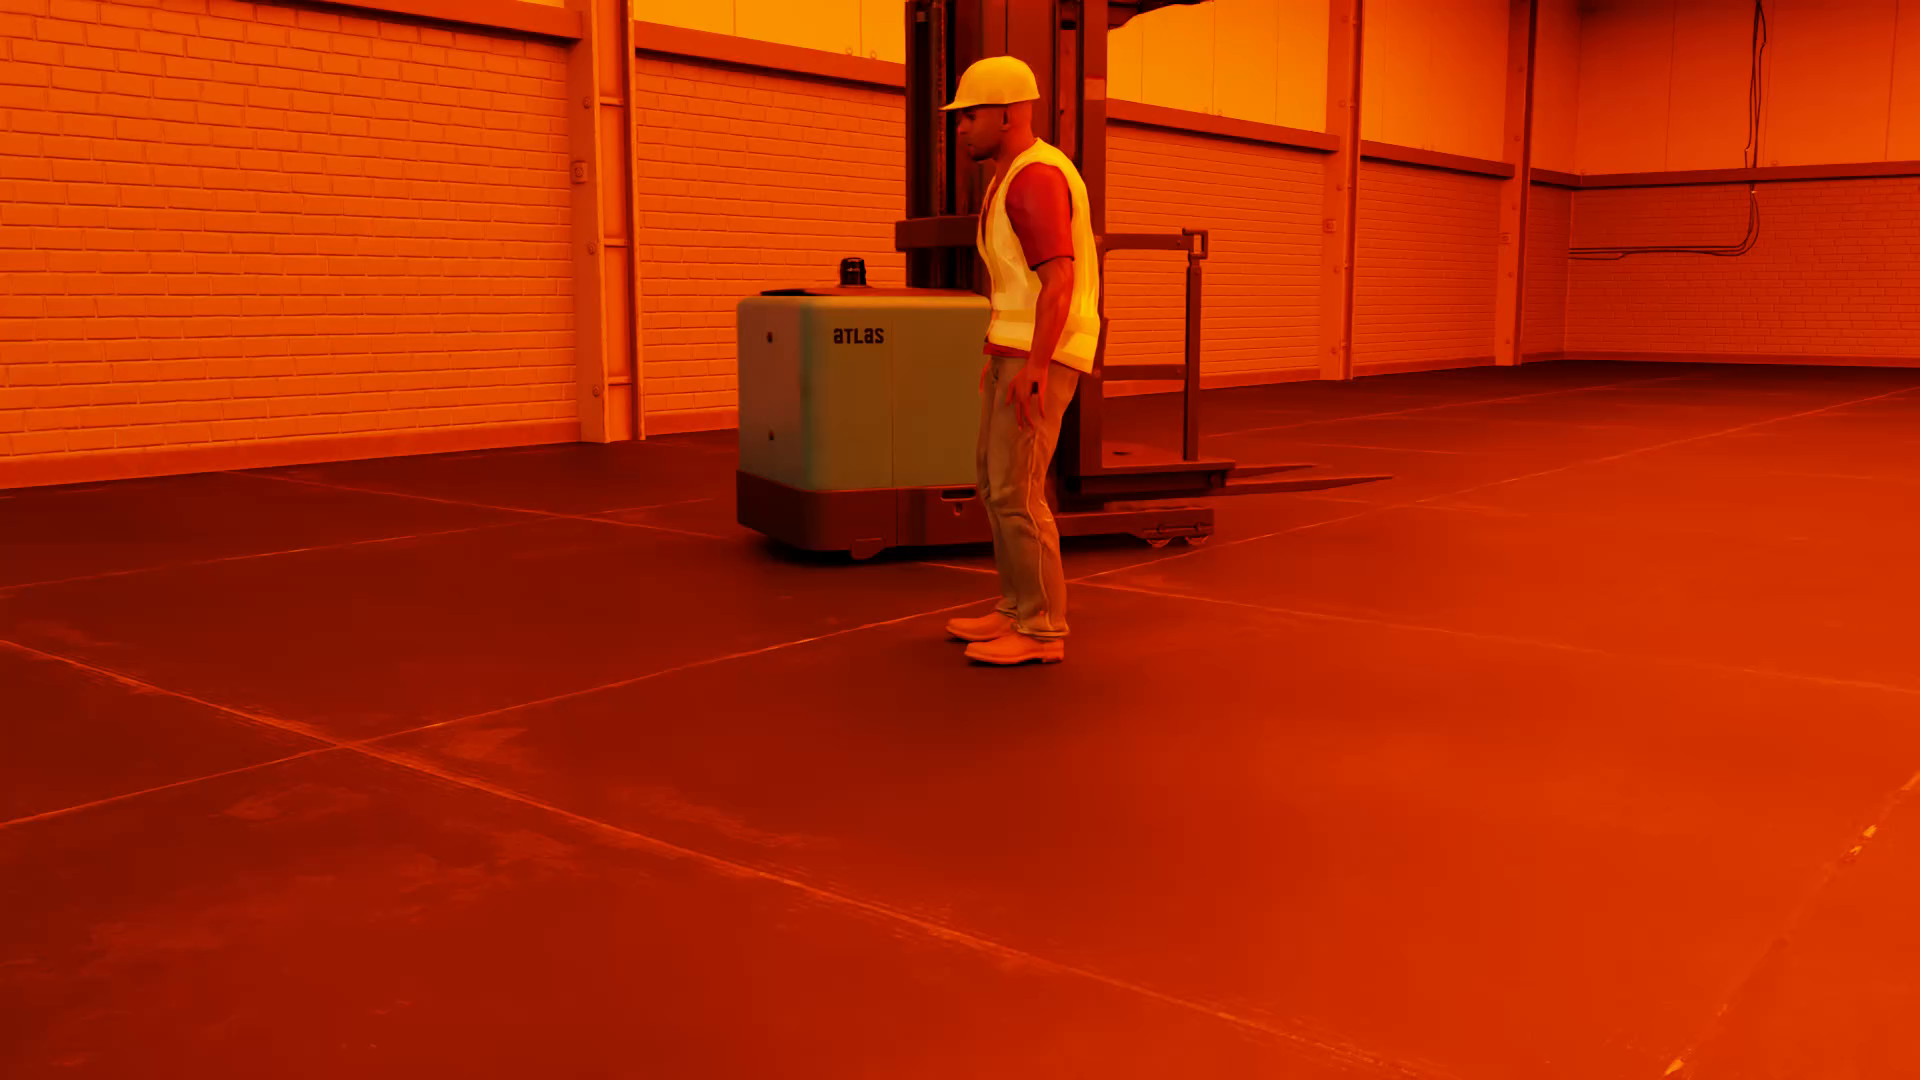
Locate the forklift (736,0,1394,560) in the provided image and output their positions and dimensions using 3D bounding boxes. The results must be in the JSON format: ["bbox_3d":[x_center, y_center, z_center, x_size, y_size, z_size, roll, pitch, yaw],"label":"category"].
[{"bbox_3d":[0.563,-1.488,7.452,3.031,2.935,1.130,-4,9,-24],"label":"forklift"}]

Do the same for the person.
[{"bbox_3d":[0.170,-0.526,4.936,0.462,1.759,0.631,-1,8,-7],"label":"person"}]
